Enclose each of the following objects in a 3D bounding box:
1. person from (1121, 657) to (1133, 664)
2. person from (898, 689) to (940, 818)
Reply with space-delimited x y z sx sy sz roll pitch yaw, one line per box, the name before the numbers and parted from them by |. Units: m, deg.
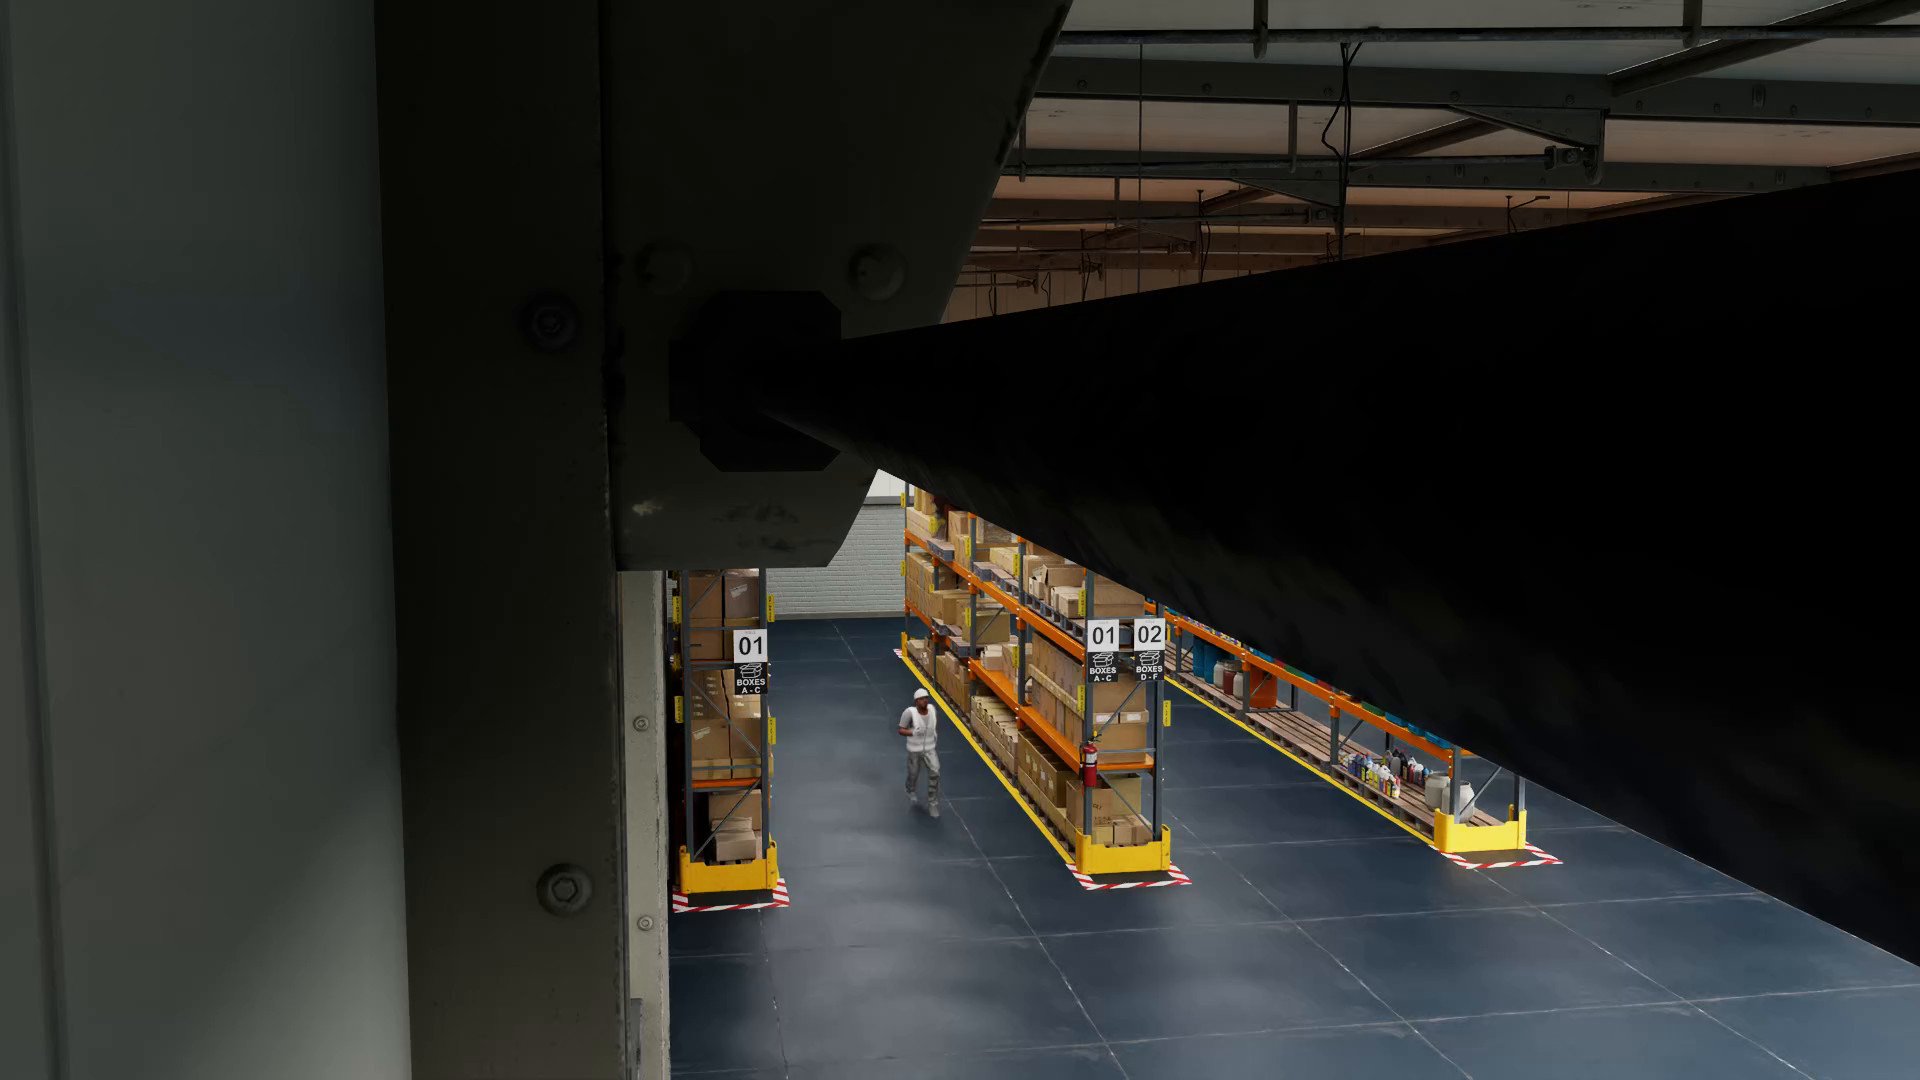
person | 3.248 2.047 32.982 0.727 1.751 0.650 -1 6 -5
person | -0.598 3.007 23.697 0.651 1.837 0.853 -2 6 -19
